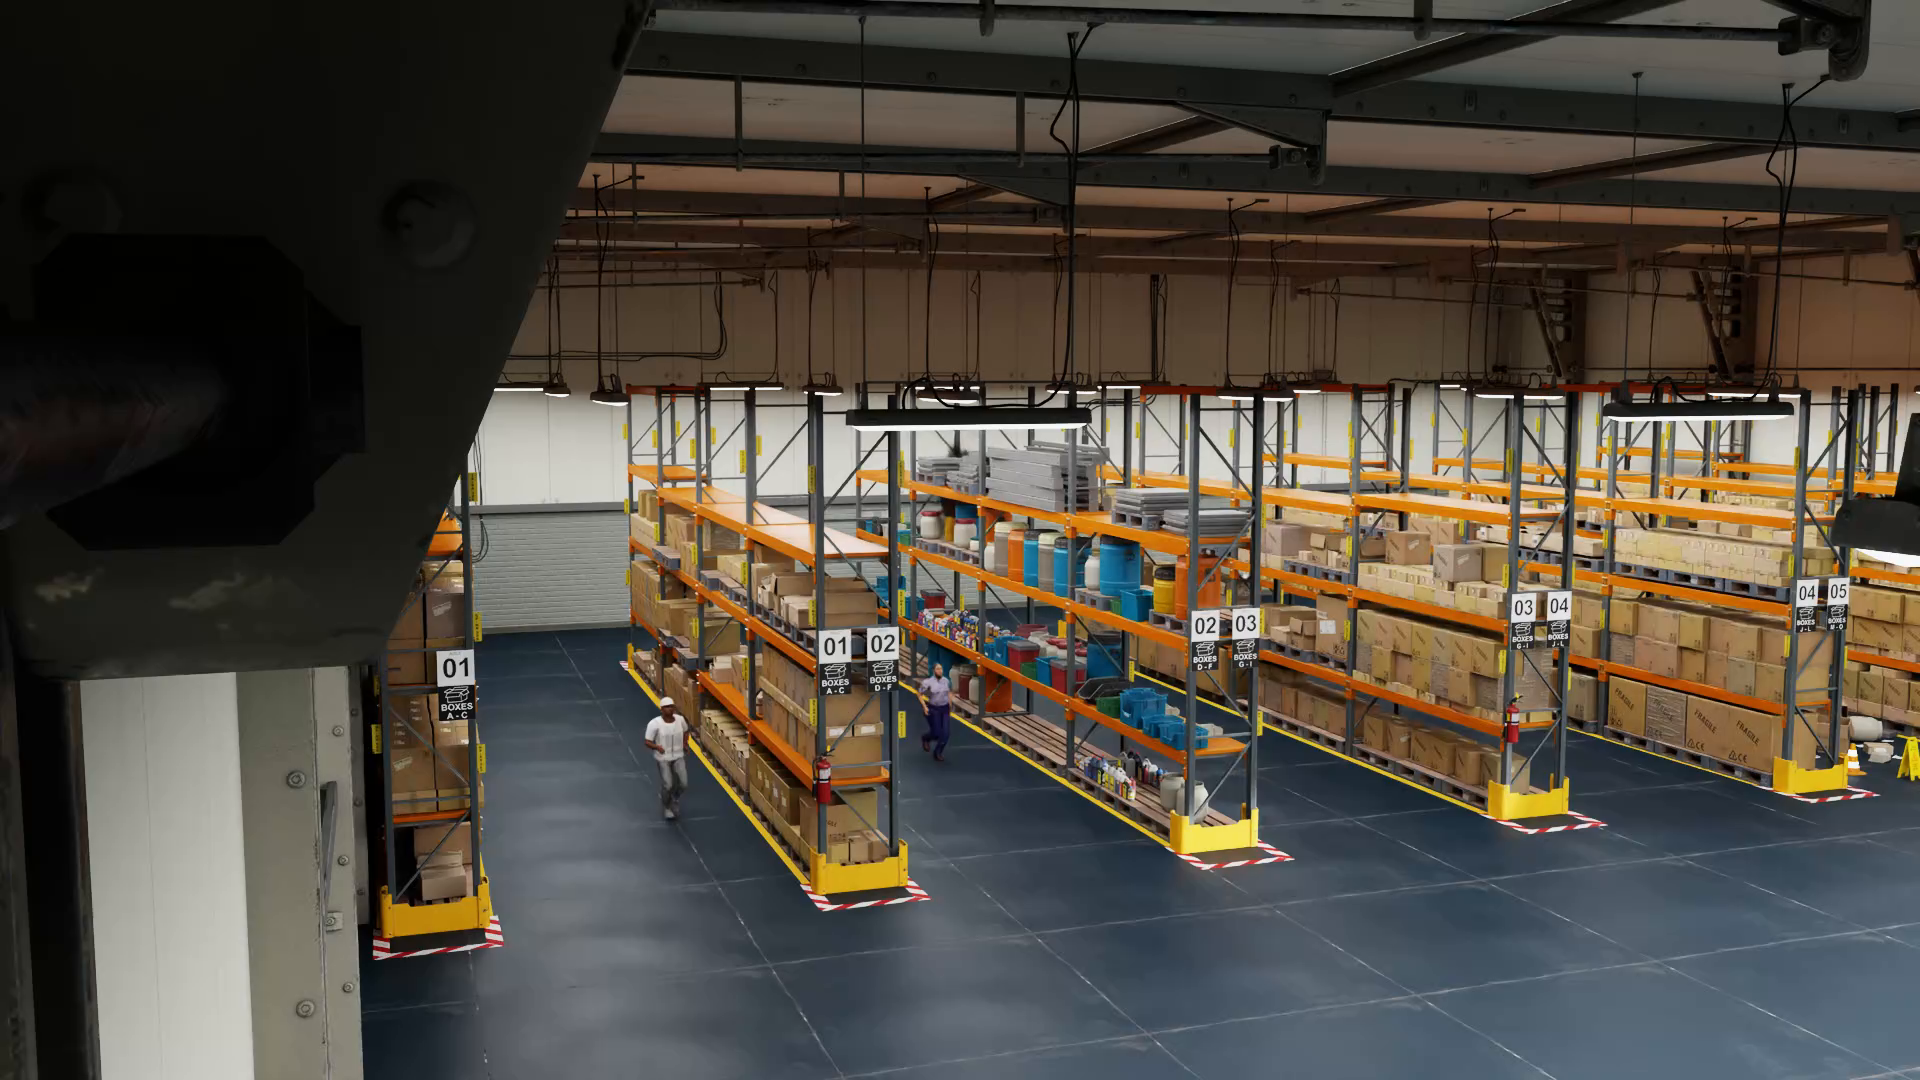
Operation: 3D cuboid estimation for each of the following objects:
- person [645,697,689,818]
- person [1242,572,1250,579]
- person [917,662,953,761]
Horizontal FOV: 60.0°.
[{"bbox_3d":[-4.044,3.059,23.305,0.688,1.721,0.582,-3,7,-29],"label":"person"},{"bbox_3d":[7.121,1.271,41.315,0.575,1.569,0.769,-2,6,-19],"label":"person"},{"bbox_3d":[-0.358,2.810,26.853,0.607,1.513,0.551,-3,7,-28],"label":"person"}]
